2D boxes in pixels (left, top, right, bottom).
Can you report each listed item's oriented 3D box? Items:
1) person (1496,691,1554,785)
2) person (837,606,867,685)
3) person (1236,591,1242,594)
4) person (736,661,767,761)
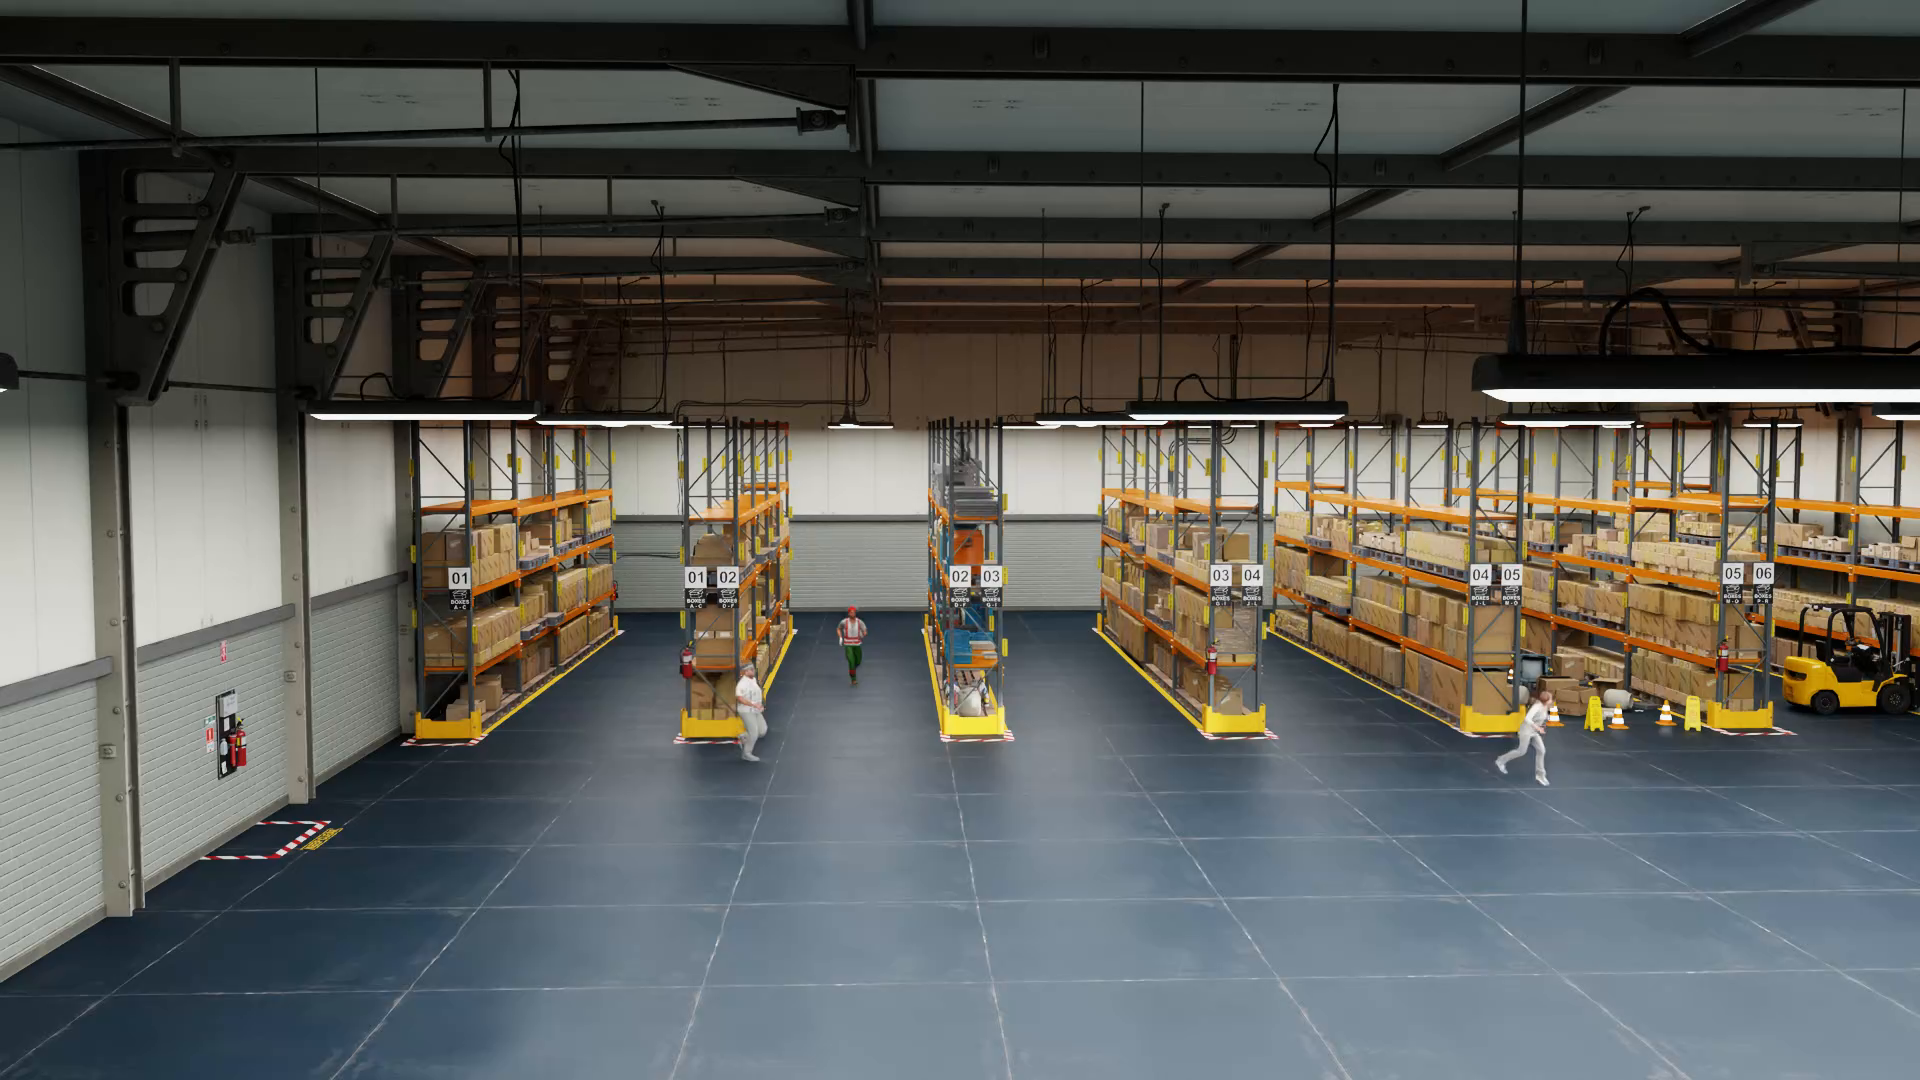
[{"bbox_3d":[9.241,3.204,27.228,0.919,1.546,0.574,3,5,37],"label":"person"},{"bbox_3d":[-2.441,2.377,37.701,0.660,1.763,0.840,-1,4,-14],"label":"person"},{"bbox_3d":[7.793,1.800,48.057,0.761,1.621,0.666,2,4,31],"label":"person"},{"bbox_3d":[-3.654,2.971,28.977,0.599,1.743,0.664,1,4,19],"label":"person"}]
